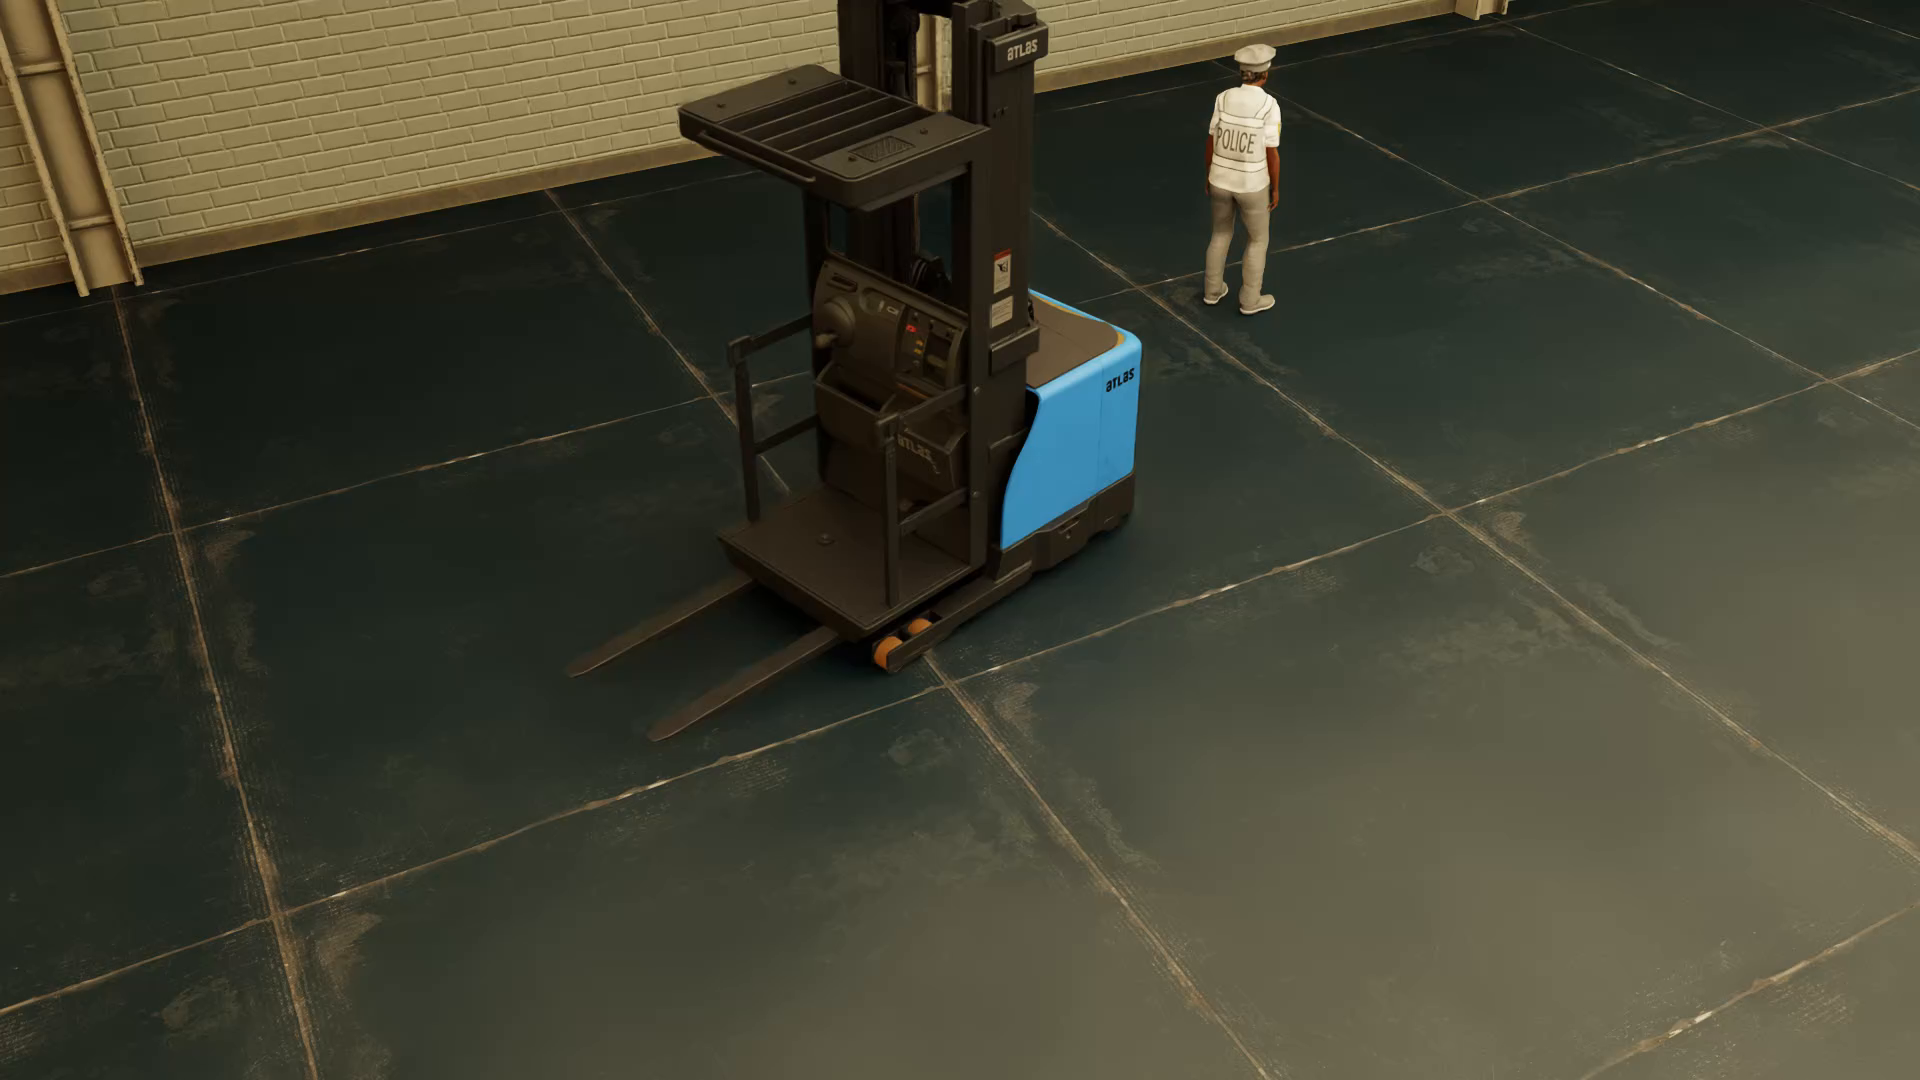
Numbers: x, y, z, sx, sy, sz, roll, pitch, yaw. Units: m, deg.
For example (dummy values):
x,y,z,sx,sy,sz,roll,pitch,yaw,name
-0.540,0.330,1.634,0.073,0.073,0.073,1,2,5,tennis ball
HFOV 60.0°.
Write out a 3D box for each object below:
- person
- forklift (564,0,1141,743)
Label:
x,y,z,sx,sy,sz,roll,pitch,yaw,name
1.767,-2.220,10.371,0.513,1.656,0.397,20,40,26,person
-0.476,-0.914,7.416,1.130,2.935,3.031,30,45,35,forklift
